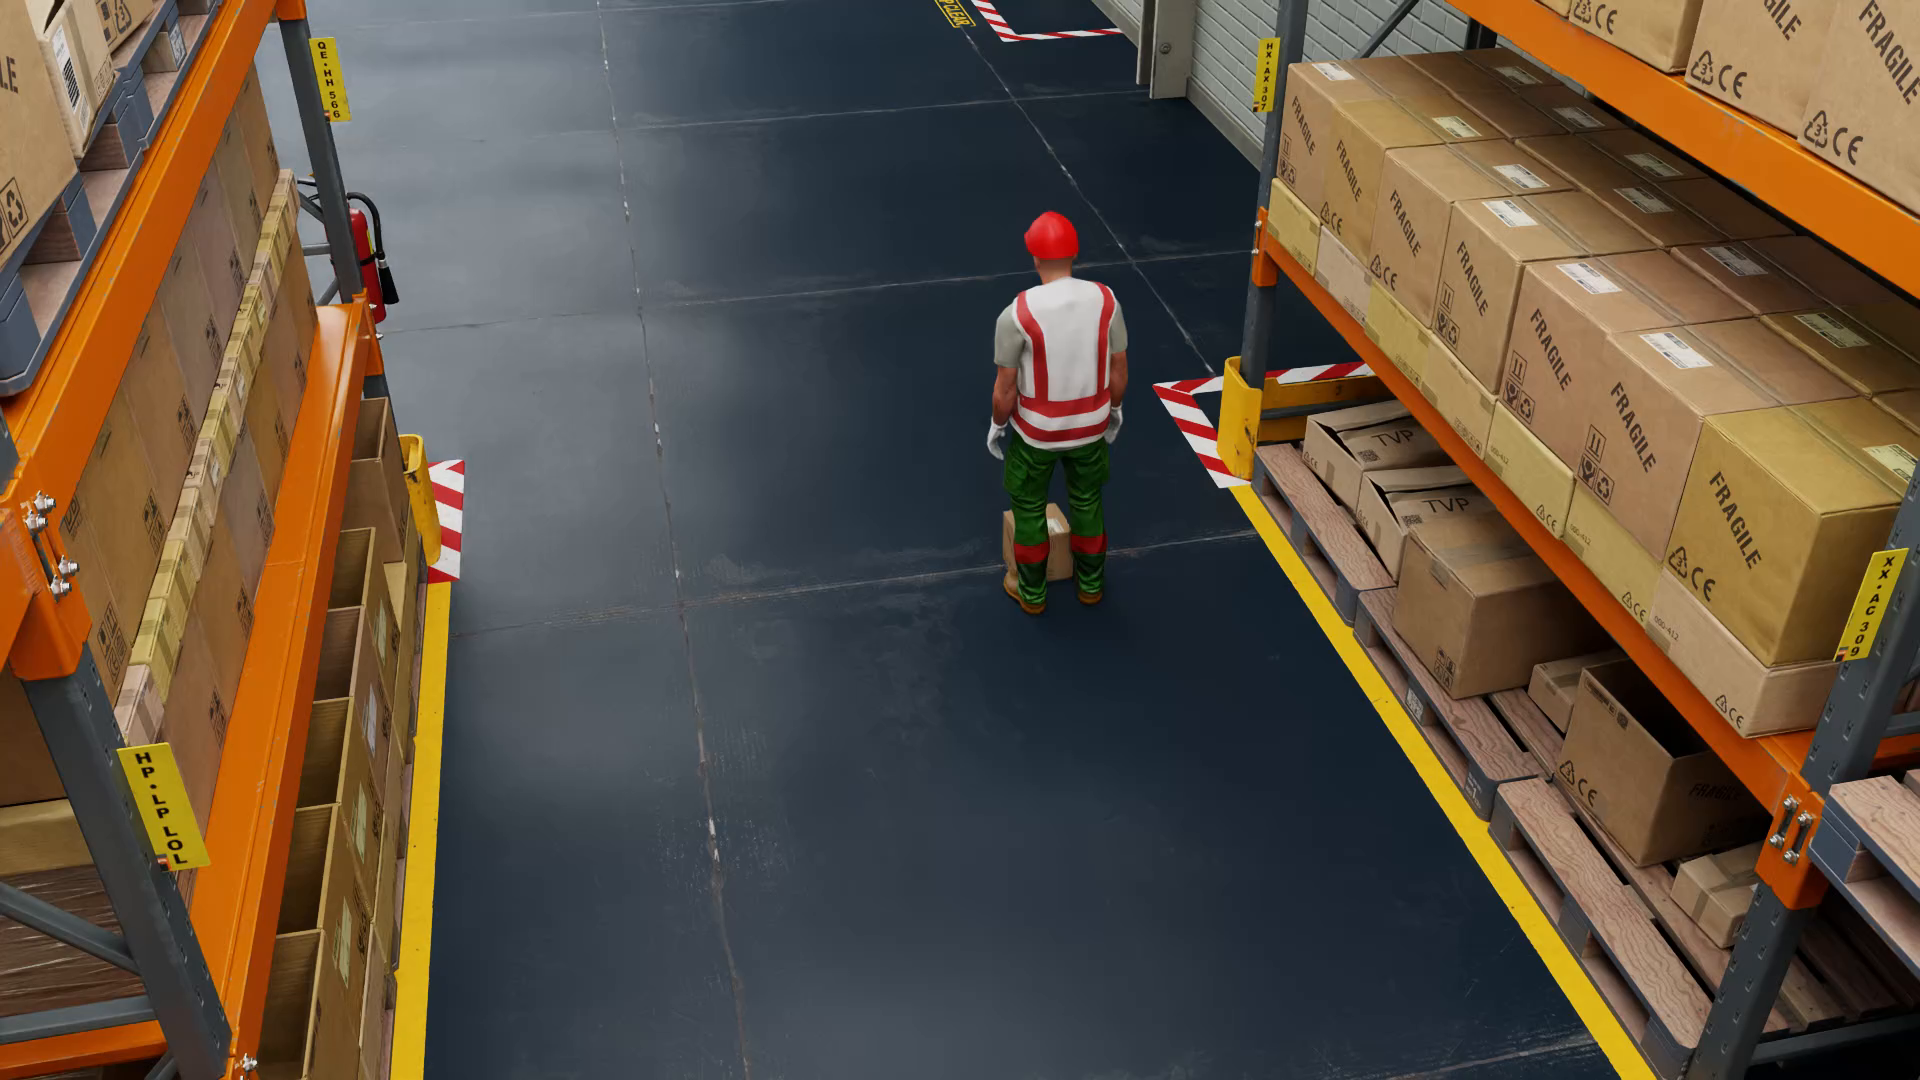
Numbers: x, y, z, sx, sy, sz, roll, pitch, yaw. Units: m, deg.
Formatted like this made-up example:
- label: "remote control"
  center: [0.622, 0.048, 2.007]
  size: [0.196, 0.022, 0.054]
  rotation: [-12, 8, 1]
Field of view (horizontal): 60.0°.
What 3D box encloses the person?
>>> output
- label: "person"
  center: [0.398, -0.488, 6.852]
  size: [0.595, 1.778, 0.449]
  rotation: [-8, 35, -12]
